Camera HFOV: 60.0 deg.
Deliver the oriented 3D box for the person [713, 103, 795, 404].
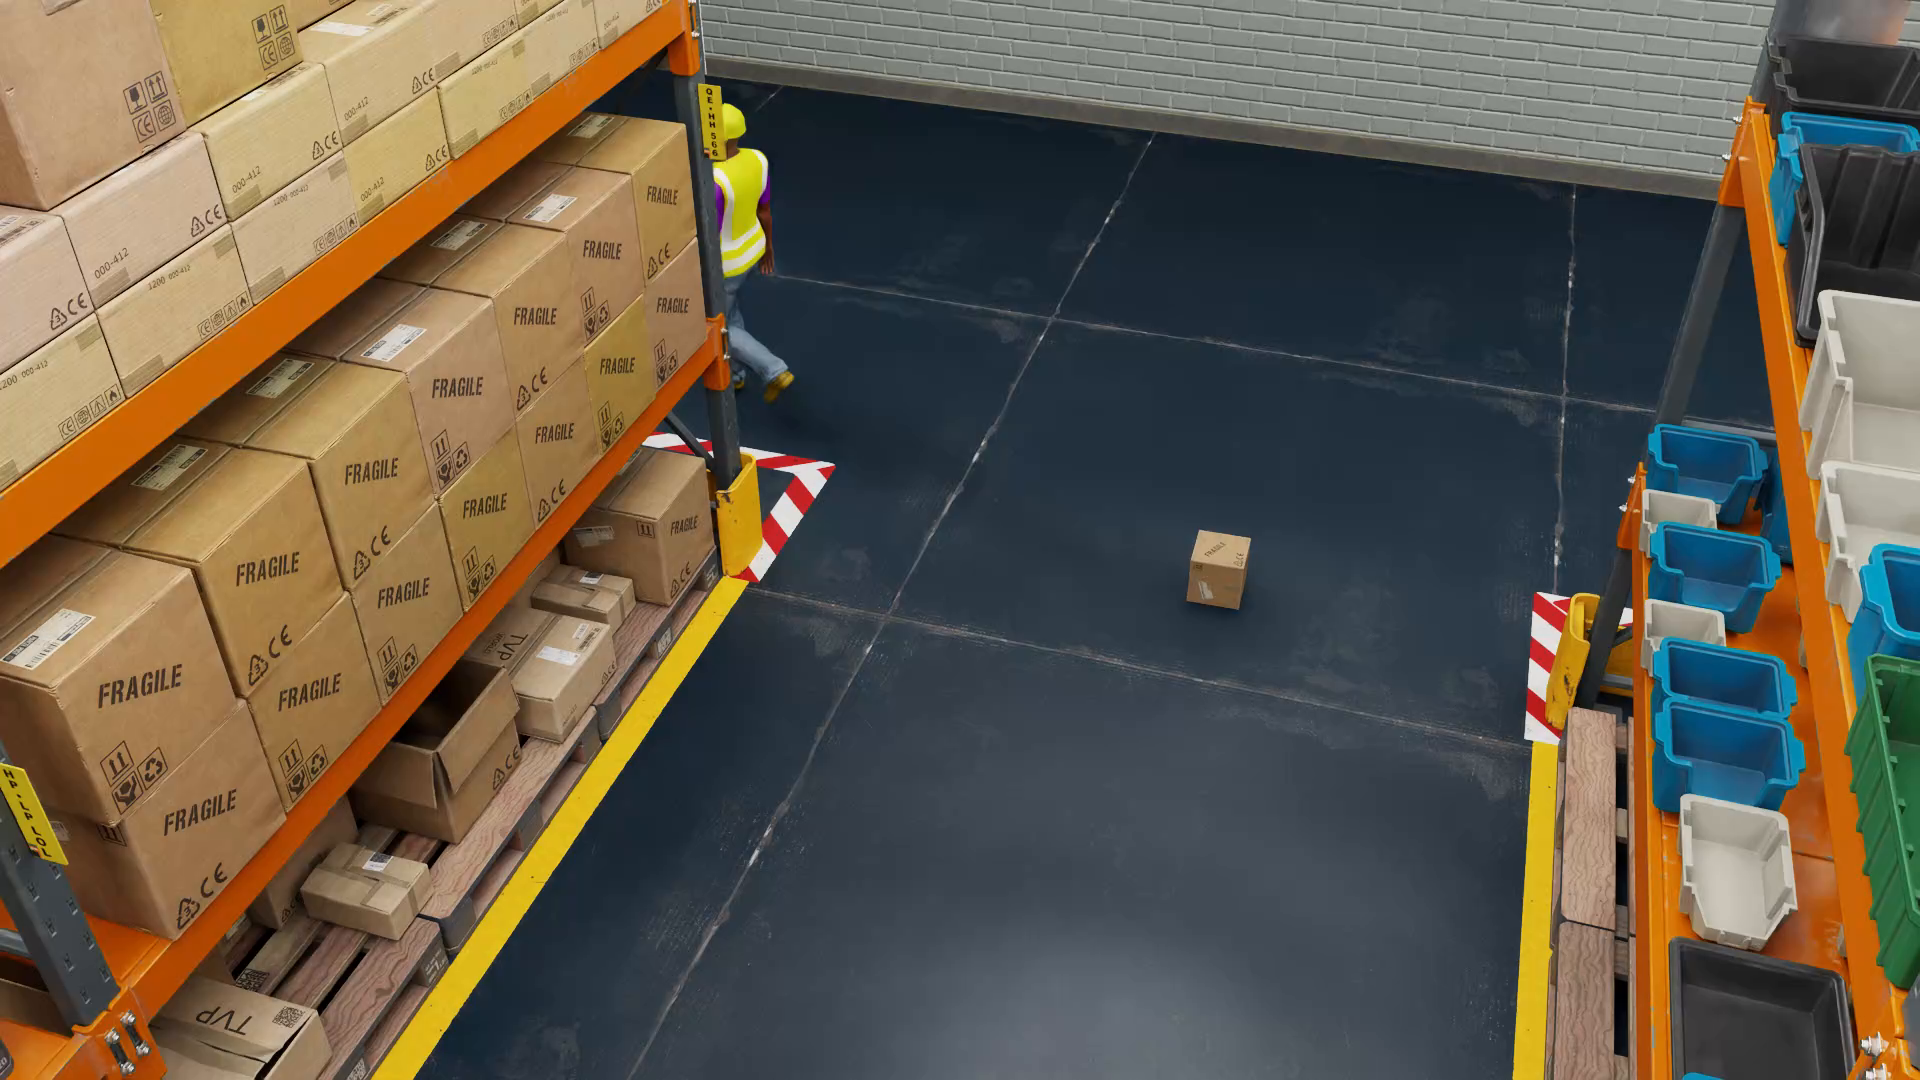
[{"bbox_3d":[-1.352,3.514,2.163,8.535,1.745,15.404,18,40,23],"label":"person"}]
